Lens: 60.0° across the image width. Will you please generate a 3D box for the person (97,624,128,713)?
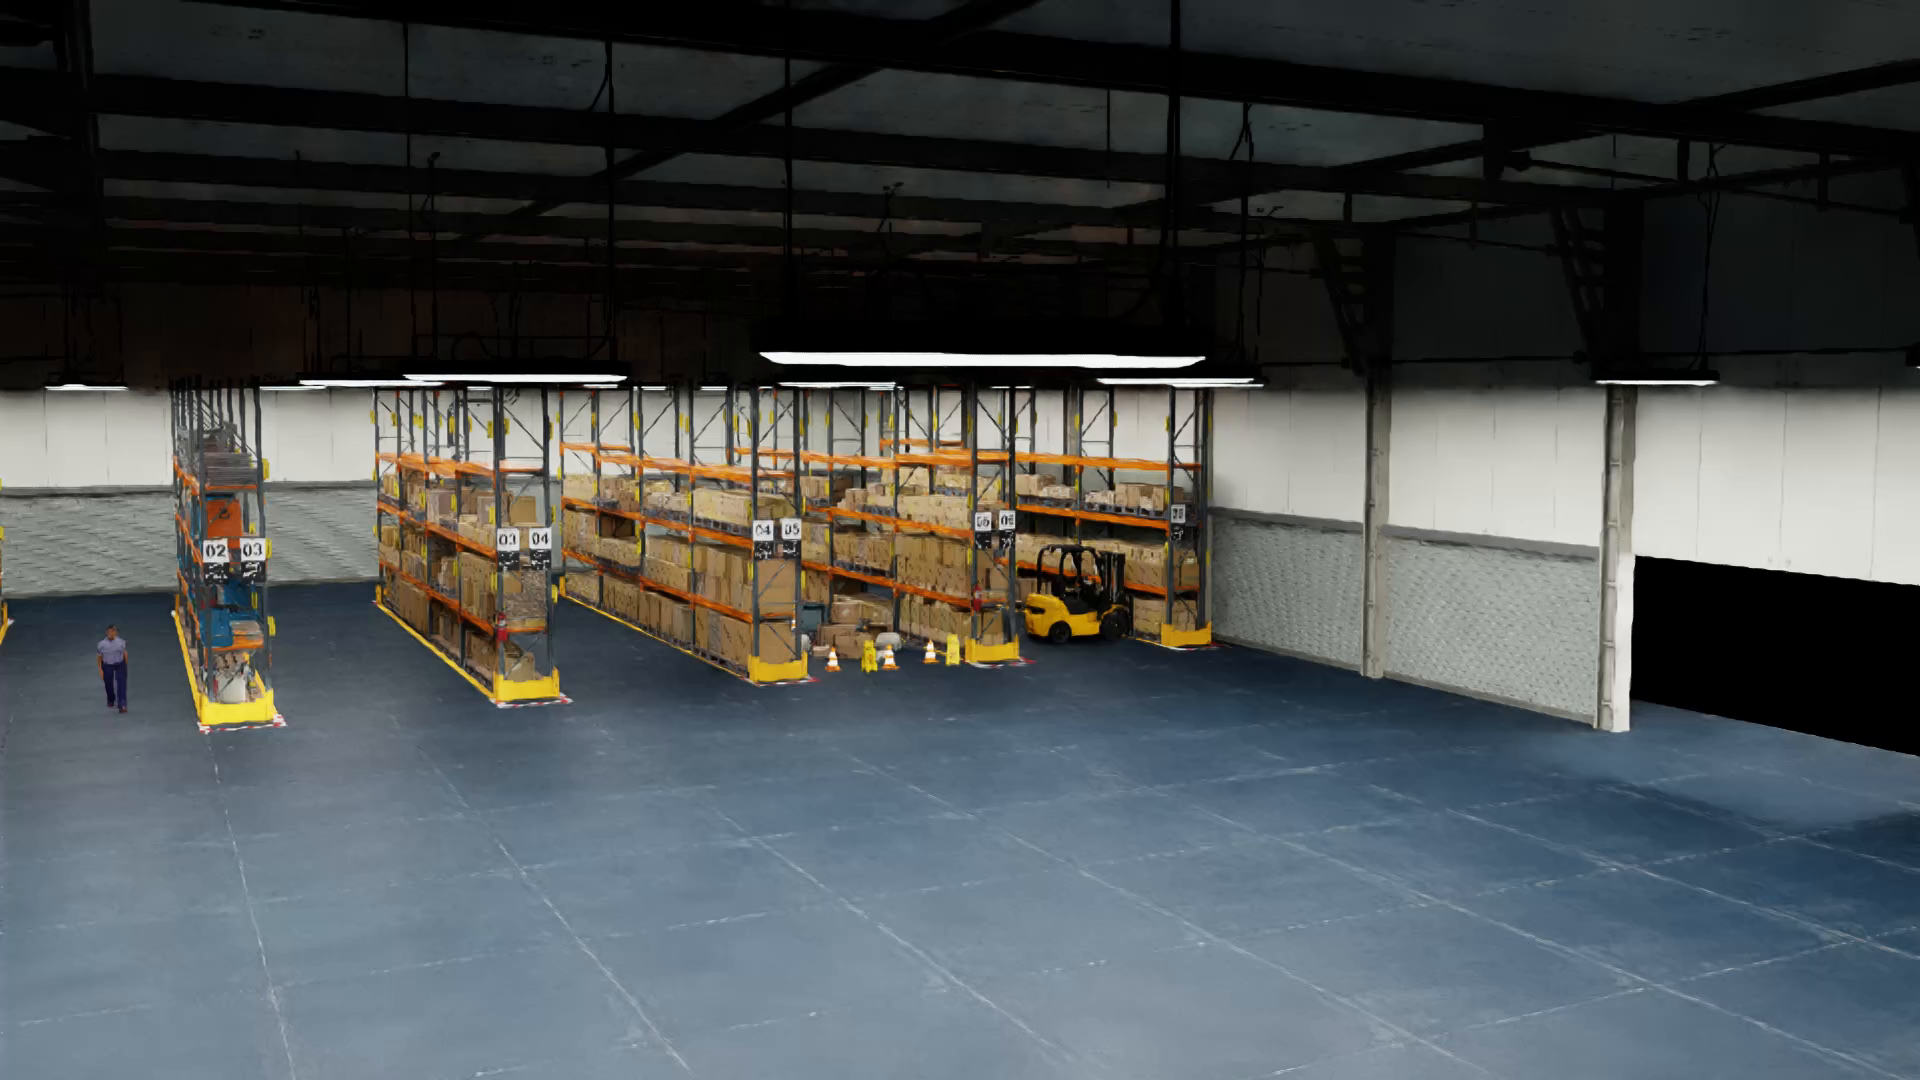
[{"bbox_3d":[-15.174,2.336,29.776,0.479,1.459,1.090,-2,6,-24],"label":"person"}]
